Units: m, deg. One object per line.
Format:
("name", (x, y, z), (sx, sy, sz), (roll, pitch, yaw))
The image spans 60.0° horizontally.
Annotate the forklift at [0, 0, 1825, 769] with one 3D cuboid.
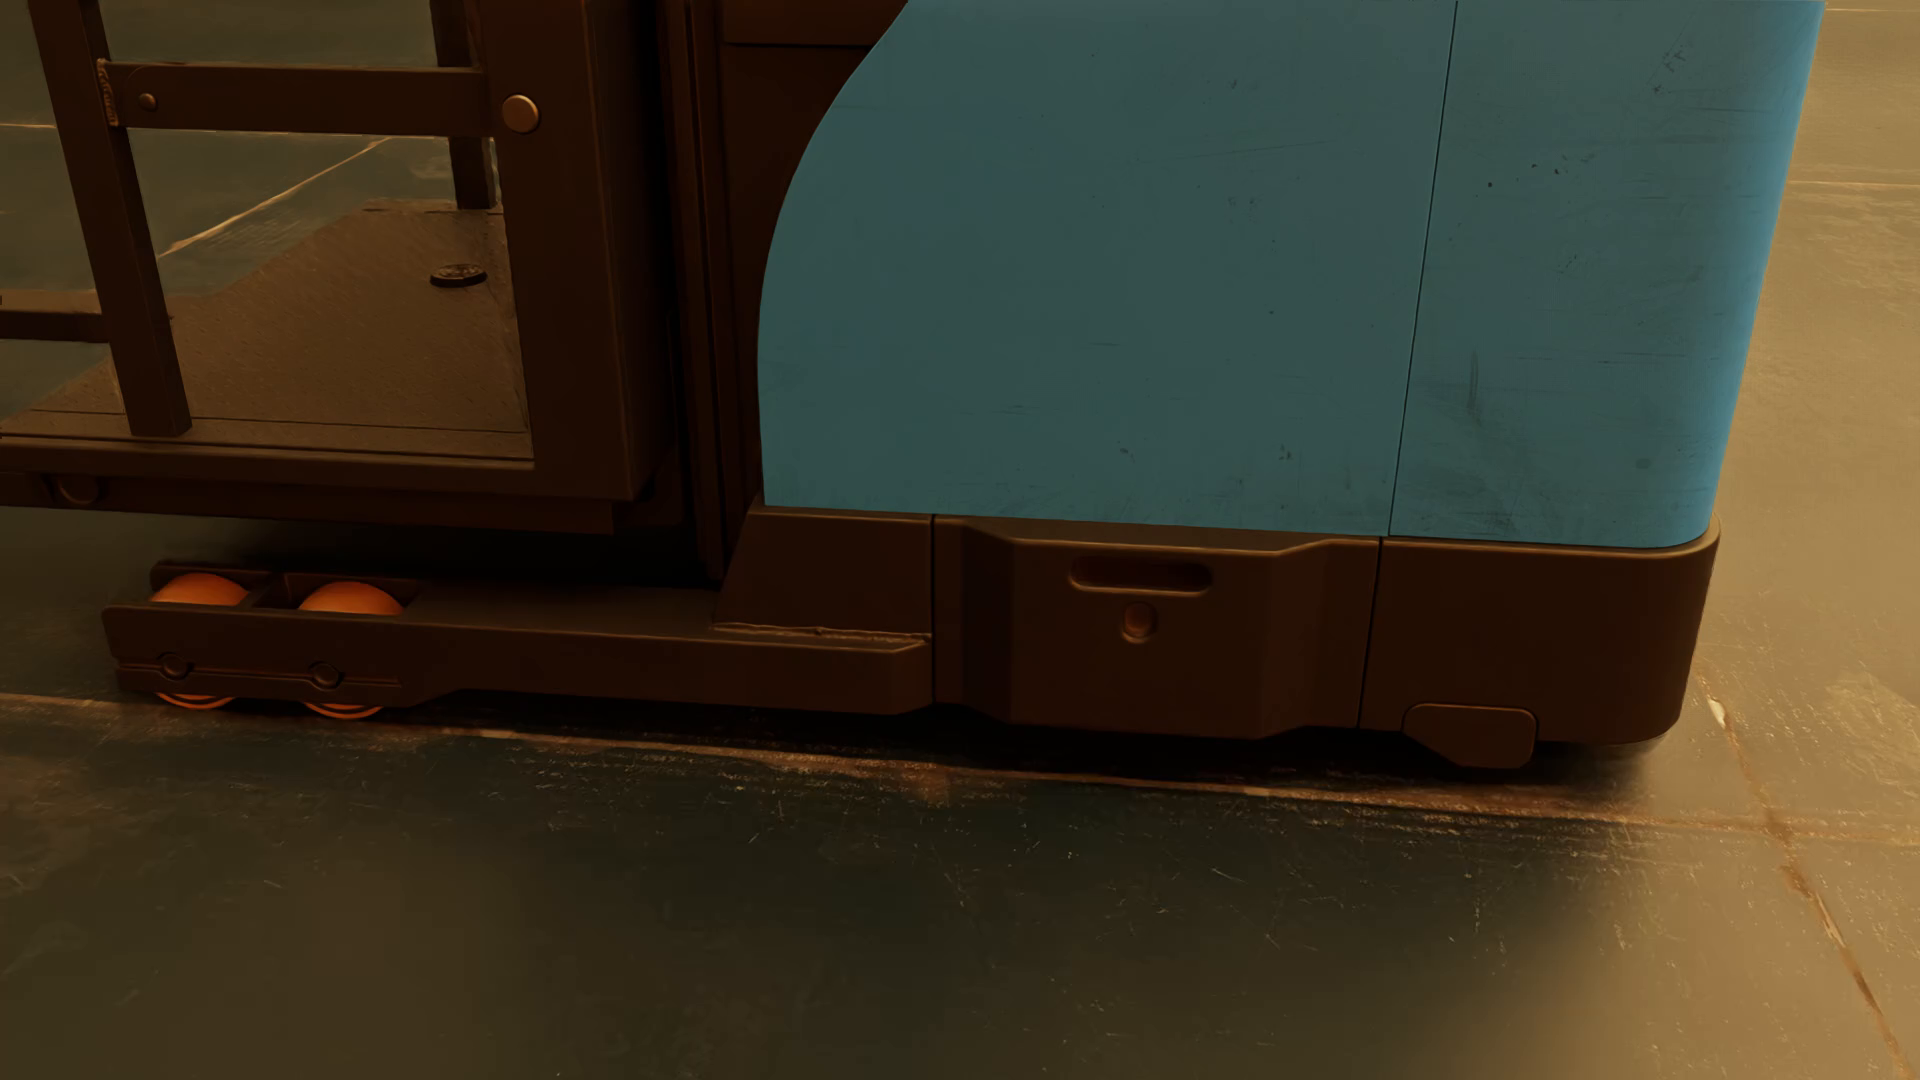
("forklift", (-0.613, -1.321, 1.865), (3.031, 2.935, 1.130), (3, 27, 6))
